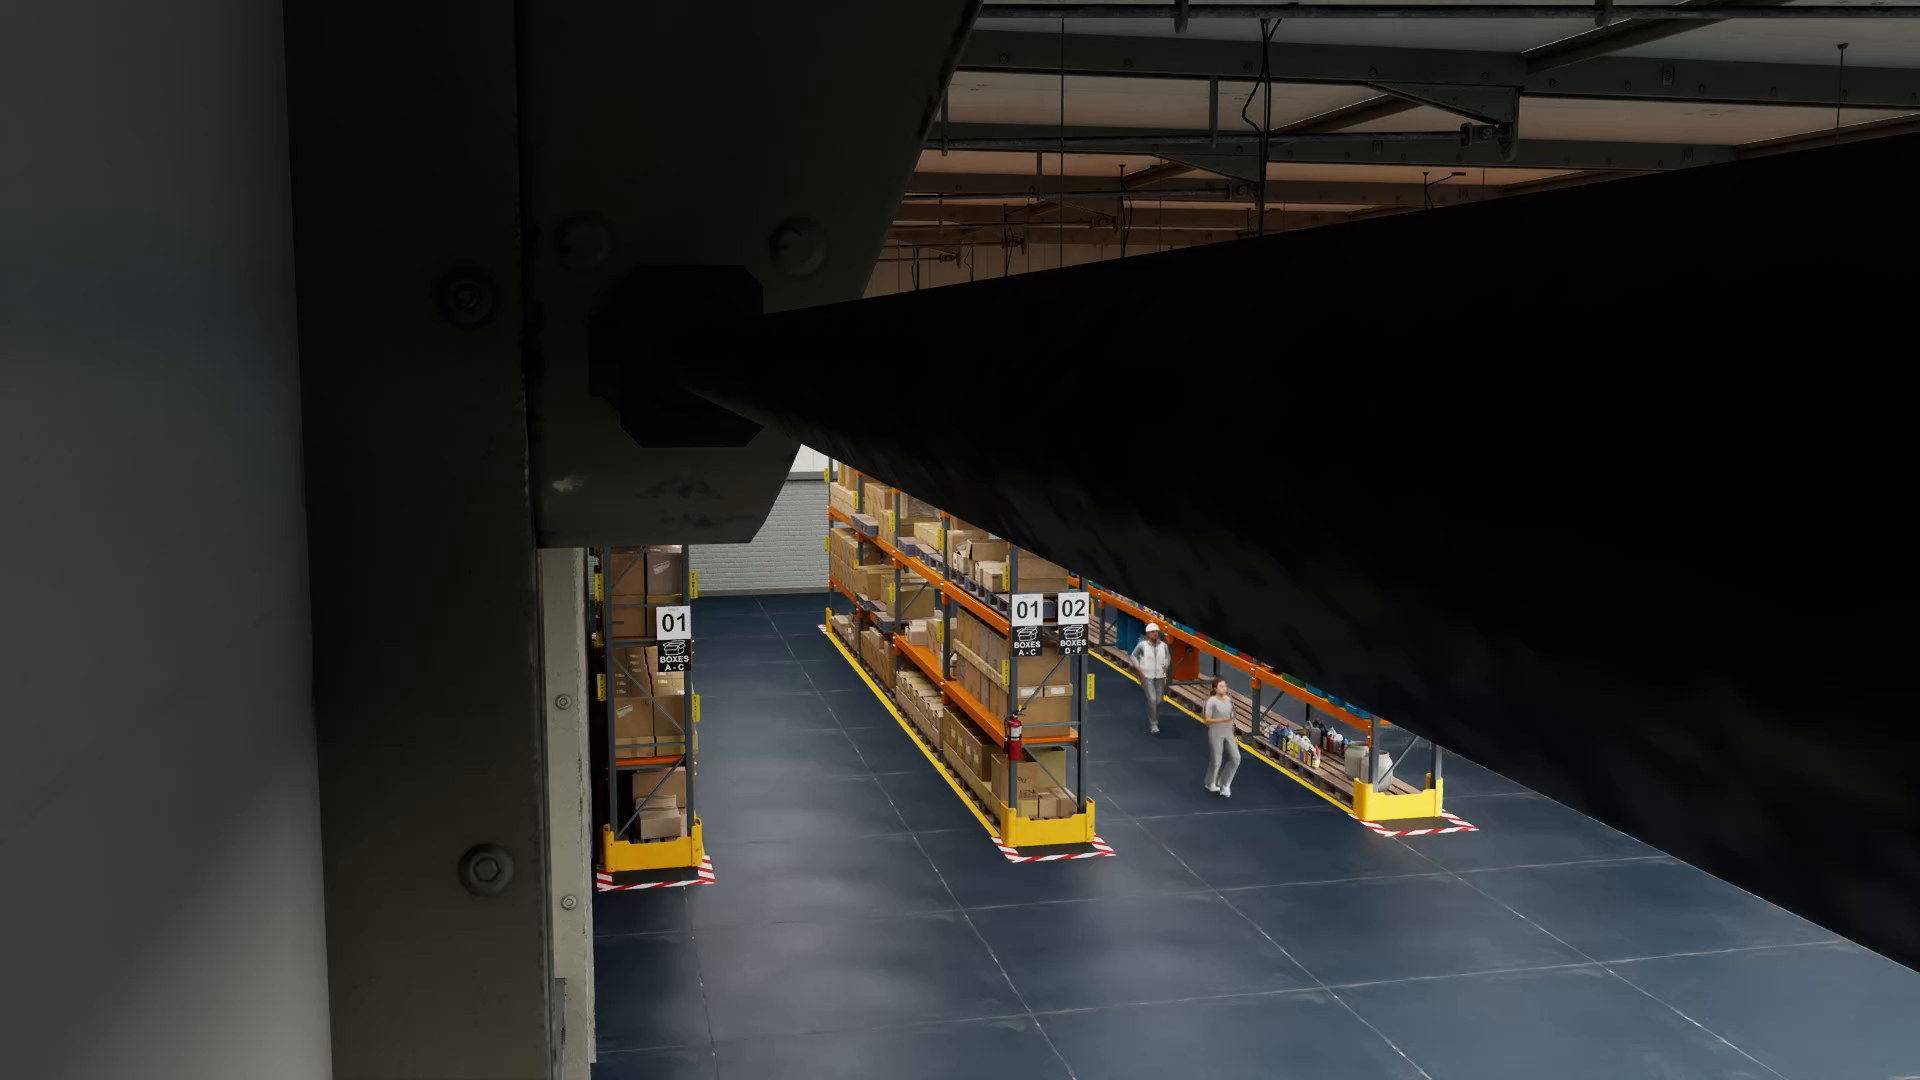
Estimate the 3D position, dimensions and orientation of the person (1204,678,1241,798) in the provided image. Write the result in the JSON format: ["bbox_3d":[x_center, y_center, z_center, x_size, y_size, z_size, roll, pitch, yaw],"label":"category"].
[{"bbox_3d":[3.655,2.760,23.180,0.545,1.689,0.654,-3,7,-25],"label":"person"}]

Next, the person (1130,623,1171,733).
[{"bbox_3d":[3.132,2.230,27.249,0.670,1.761,0.751,-2,7,-12],"label":"person"}]
